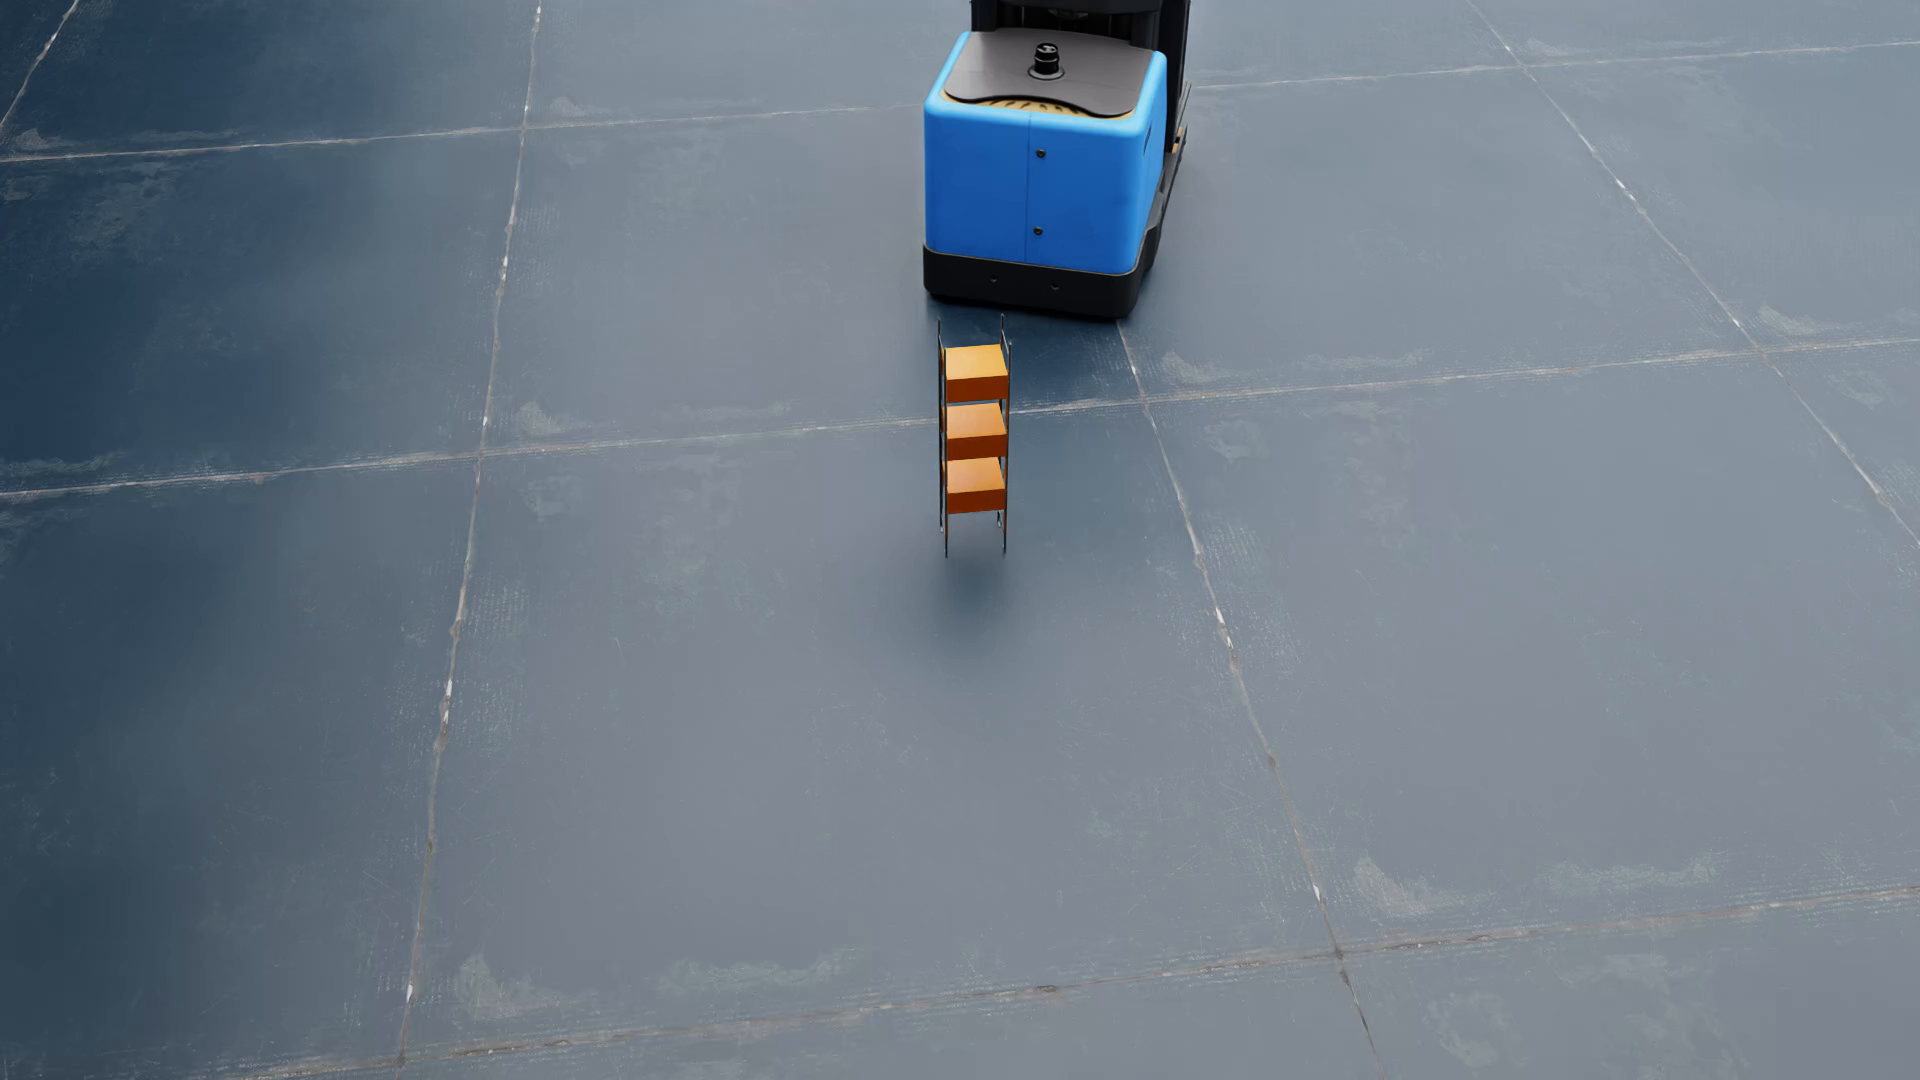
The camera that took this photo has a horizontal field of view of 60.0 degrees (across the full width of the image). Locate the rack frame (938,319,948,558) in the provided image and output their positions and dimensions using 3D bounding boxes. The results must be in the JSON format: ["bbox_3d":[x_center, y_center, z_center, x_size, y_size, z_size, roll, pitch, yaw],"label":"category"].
[{"bbox_3d":[-0.068,-0.384,6.589,0.008,1.050,0.200,-5,42,-6],"label":"rack frame"}]

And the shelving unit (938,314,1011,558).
[{"bbox_3d":[0.053,-0.394,6.601,0.252,1.050,0.215,-5,42,-6],"label":"shelving unit"}]

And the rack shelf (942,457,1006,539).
[{"bbox_3d":[0.053,-0.180,6.794,0.240,0.259,0.215,-5,42,-6],"label":"rack shelf"}]

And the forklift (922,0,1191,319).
[{"bbox_3d":[0.650,-3.151,8.252,1.130,2.935,3.031,9,43,10],"label":"forklift"}]

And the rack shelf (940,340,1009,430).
[{"bbox_3d":[0.053,-0.597,6.418,0.240,0.259,0.215,-5,42,-6],"label":"rack shelf"}]

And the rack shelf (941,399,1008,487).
[{"bbox_3d":[0.053,-0.387,6.608,0.240,0.259,0.215,-5,42,-6],"label":"rack shelf"}]

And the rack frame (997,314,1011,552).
[{"bbox_3d":[0.174,-0.405,6.612,0.008,1.050,0.200,-5,42,-6],"label":"rack frame"}]
